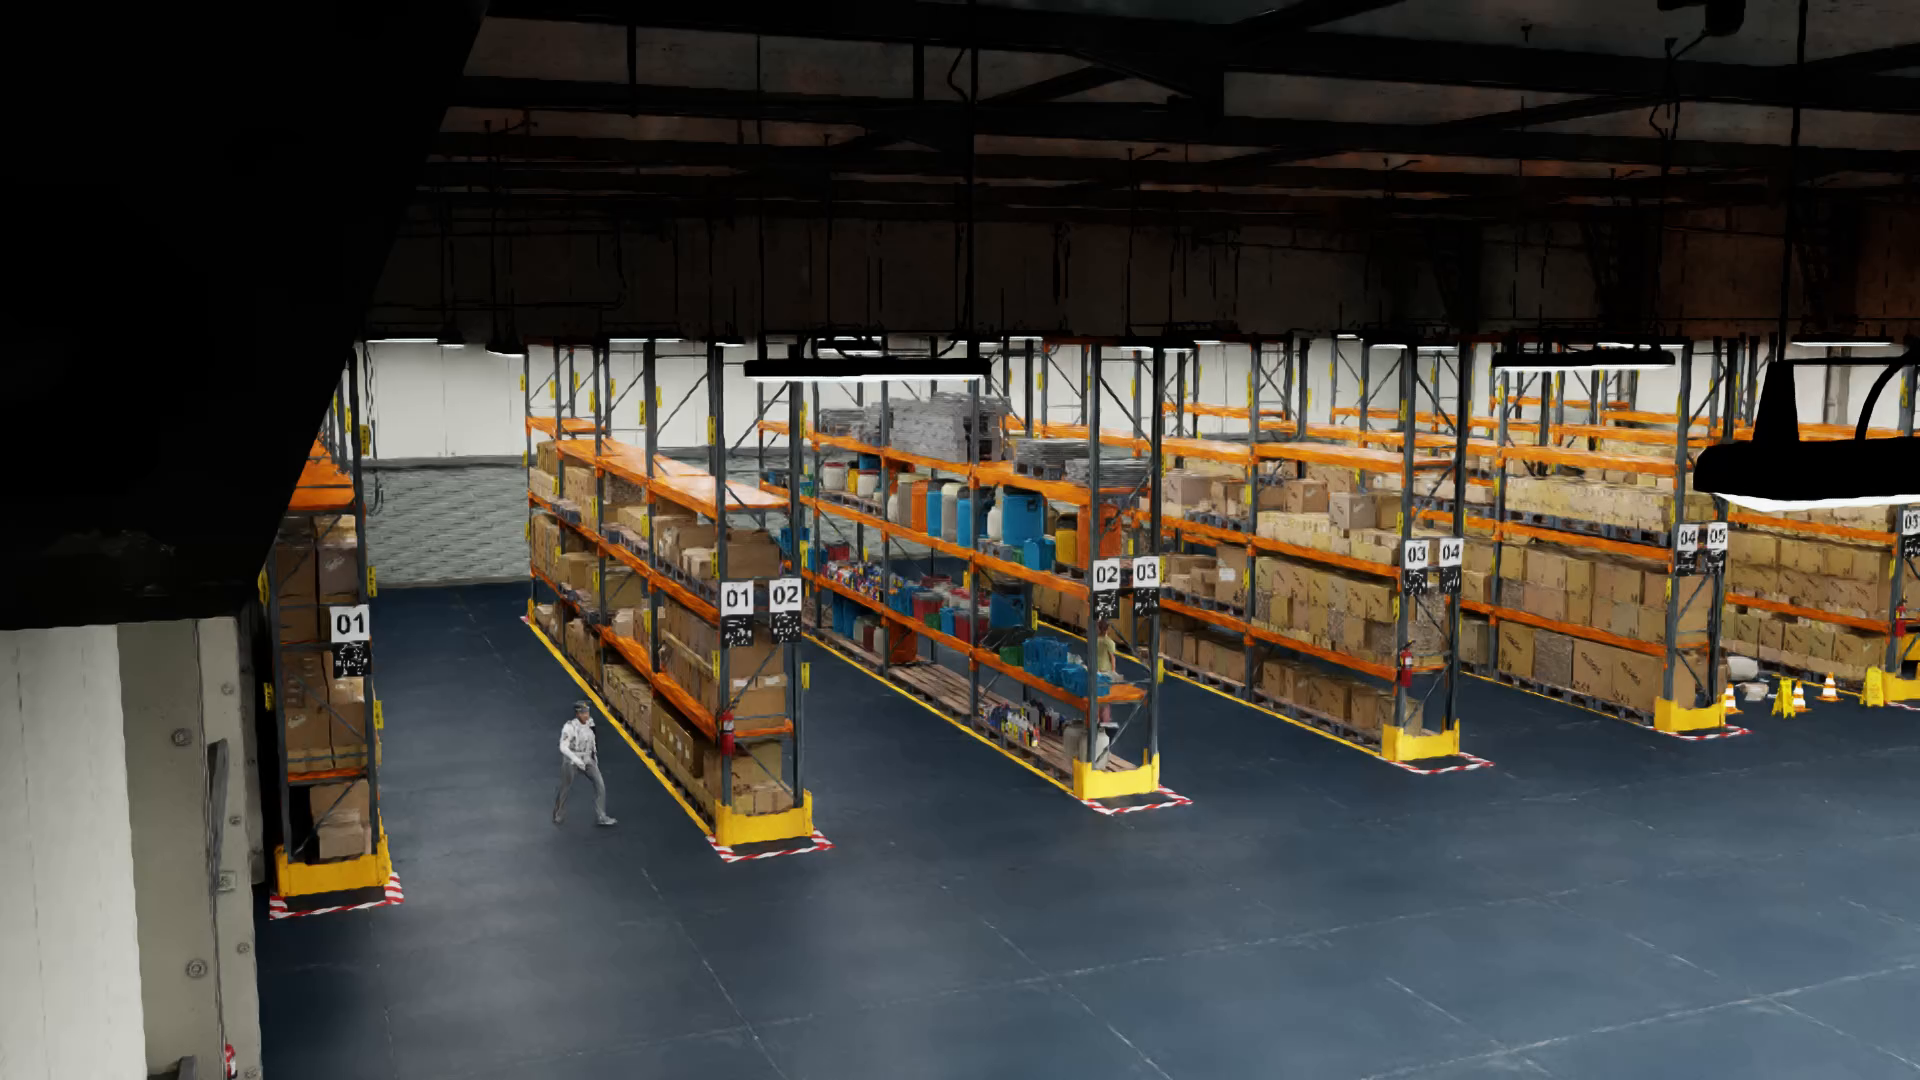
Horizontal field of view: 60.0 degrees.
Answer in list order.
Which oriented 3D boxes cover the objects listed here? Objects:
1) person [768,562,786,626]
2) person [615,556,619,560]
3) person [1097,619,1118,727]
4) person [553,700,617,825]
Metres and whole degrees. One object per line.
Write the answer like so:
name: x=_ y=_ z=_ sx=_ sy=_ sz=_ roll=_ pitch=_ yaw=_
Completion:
person: x=-3.789 y=0.981 z=34.495 sx=0.462 sy=1.533 sz=0.872 roll=0 pitch=8 yaw=-1
person: x=-7.866 y=0.590 z=37.273 sx=0.479 sy=1.567 sz=1.090 roll=-3 pitch=8 yaw=-20
person: x=2.256 y=2.048 z=25.909 sx=0.538 sy=1.679 sz=0.454 roll=7 pitch=10 yaw=42
person: x=-4.770 y=2.763 z=20.833 sx=0.630 sy=1.608 sz=0.806 roll=-6 pitch=10 yaw=-39
